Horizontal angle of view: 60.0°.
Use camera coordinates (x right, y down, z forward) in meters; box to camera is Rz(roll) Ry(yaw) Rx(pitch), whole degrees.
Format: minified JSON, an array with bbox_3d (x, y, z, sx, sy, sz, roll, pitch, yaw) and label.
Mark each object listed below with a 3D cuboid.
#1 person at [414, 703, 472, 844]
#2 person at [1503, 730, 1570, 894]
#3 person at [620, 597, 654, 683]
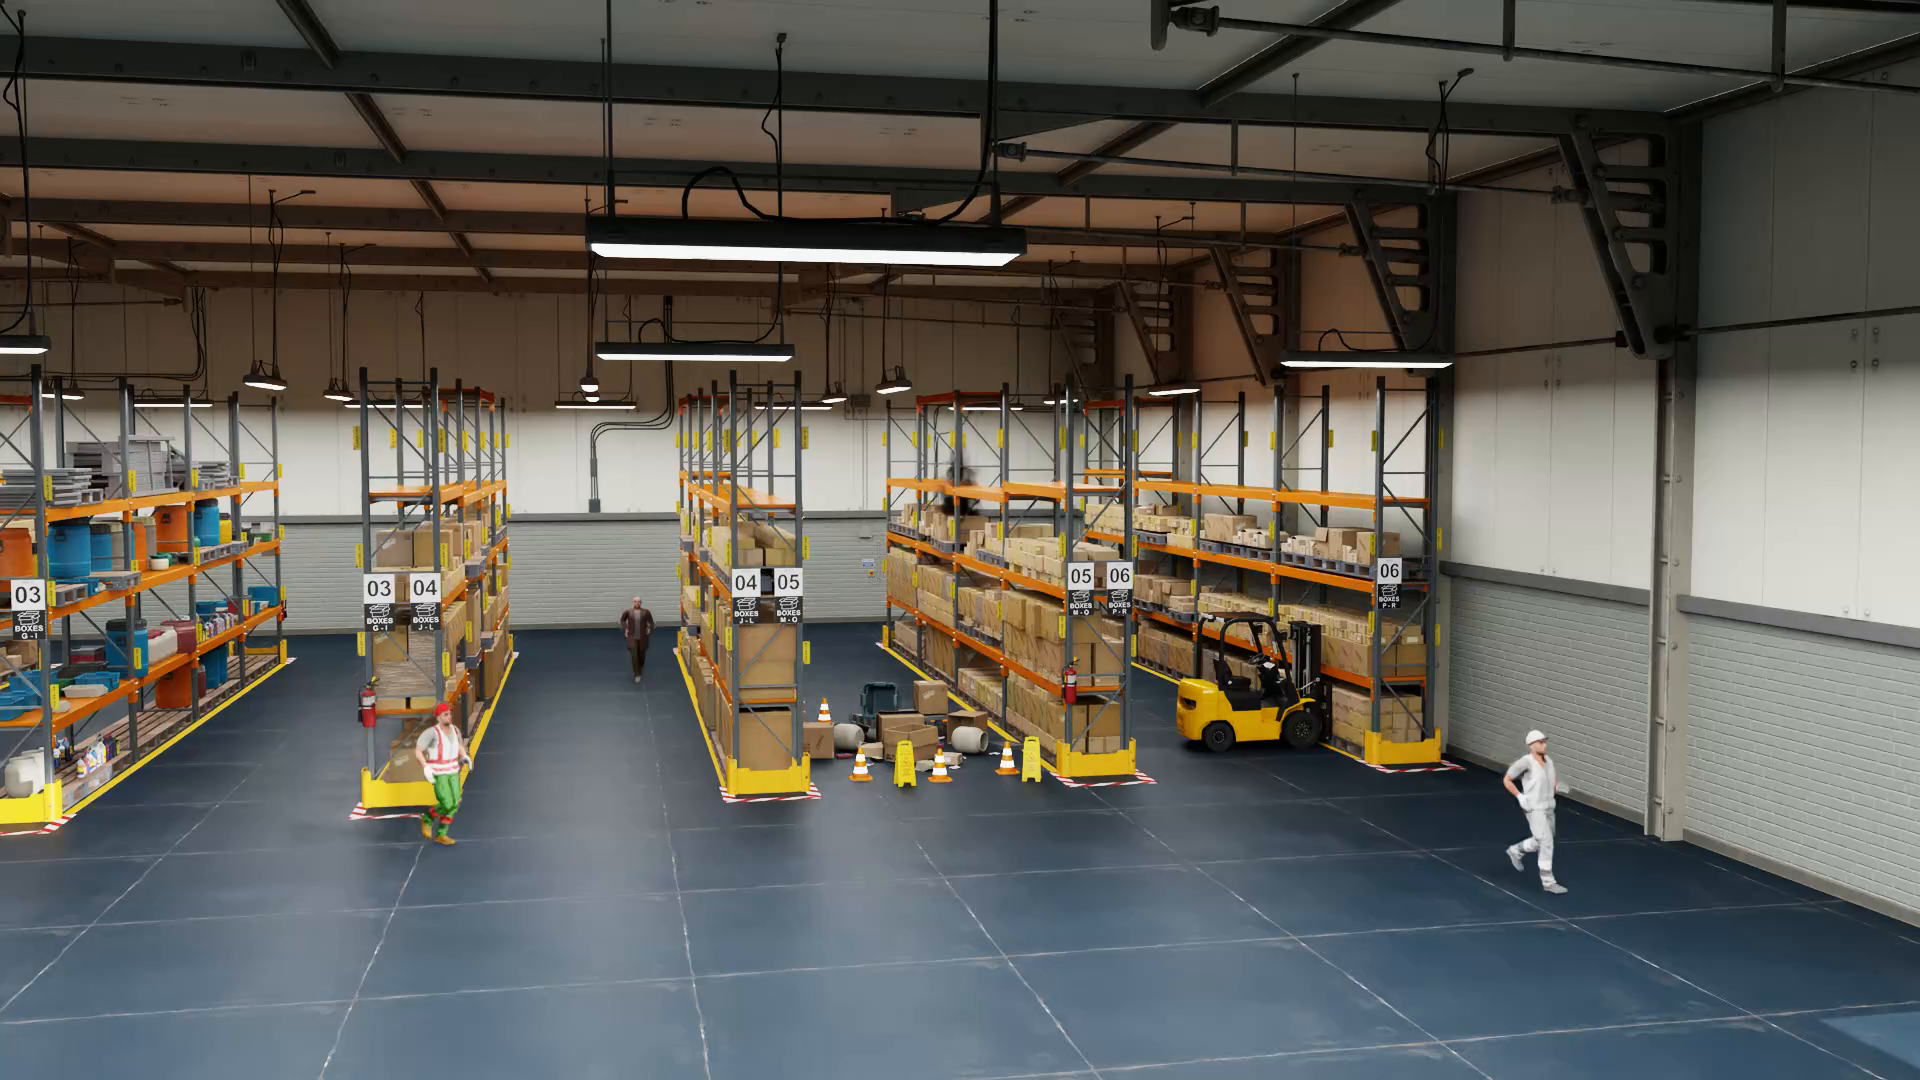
[{"bbox_3d":[-6.408,2.898,20.671,0.589,1.751,0.673,2,4,30],"label":"person"},{"bbox_3d":[6.450,3.009,18.612,0.670,1.765,0.914,-2,4,-31],"label":"person"},{"bbox_3d":[-6.756,2.170,34.810,0.711,1.562,0.828,-1,3,-12],"label":"person"}]
